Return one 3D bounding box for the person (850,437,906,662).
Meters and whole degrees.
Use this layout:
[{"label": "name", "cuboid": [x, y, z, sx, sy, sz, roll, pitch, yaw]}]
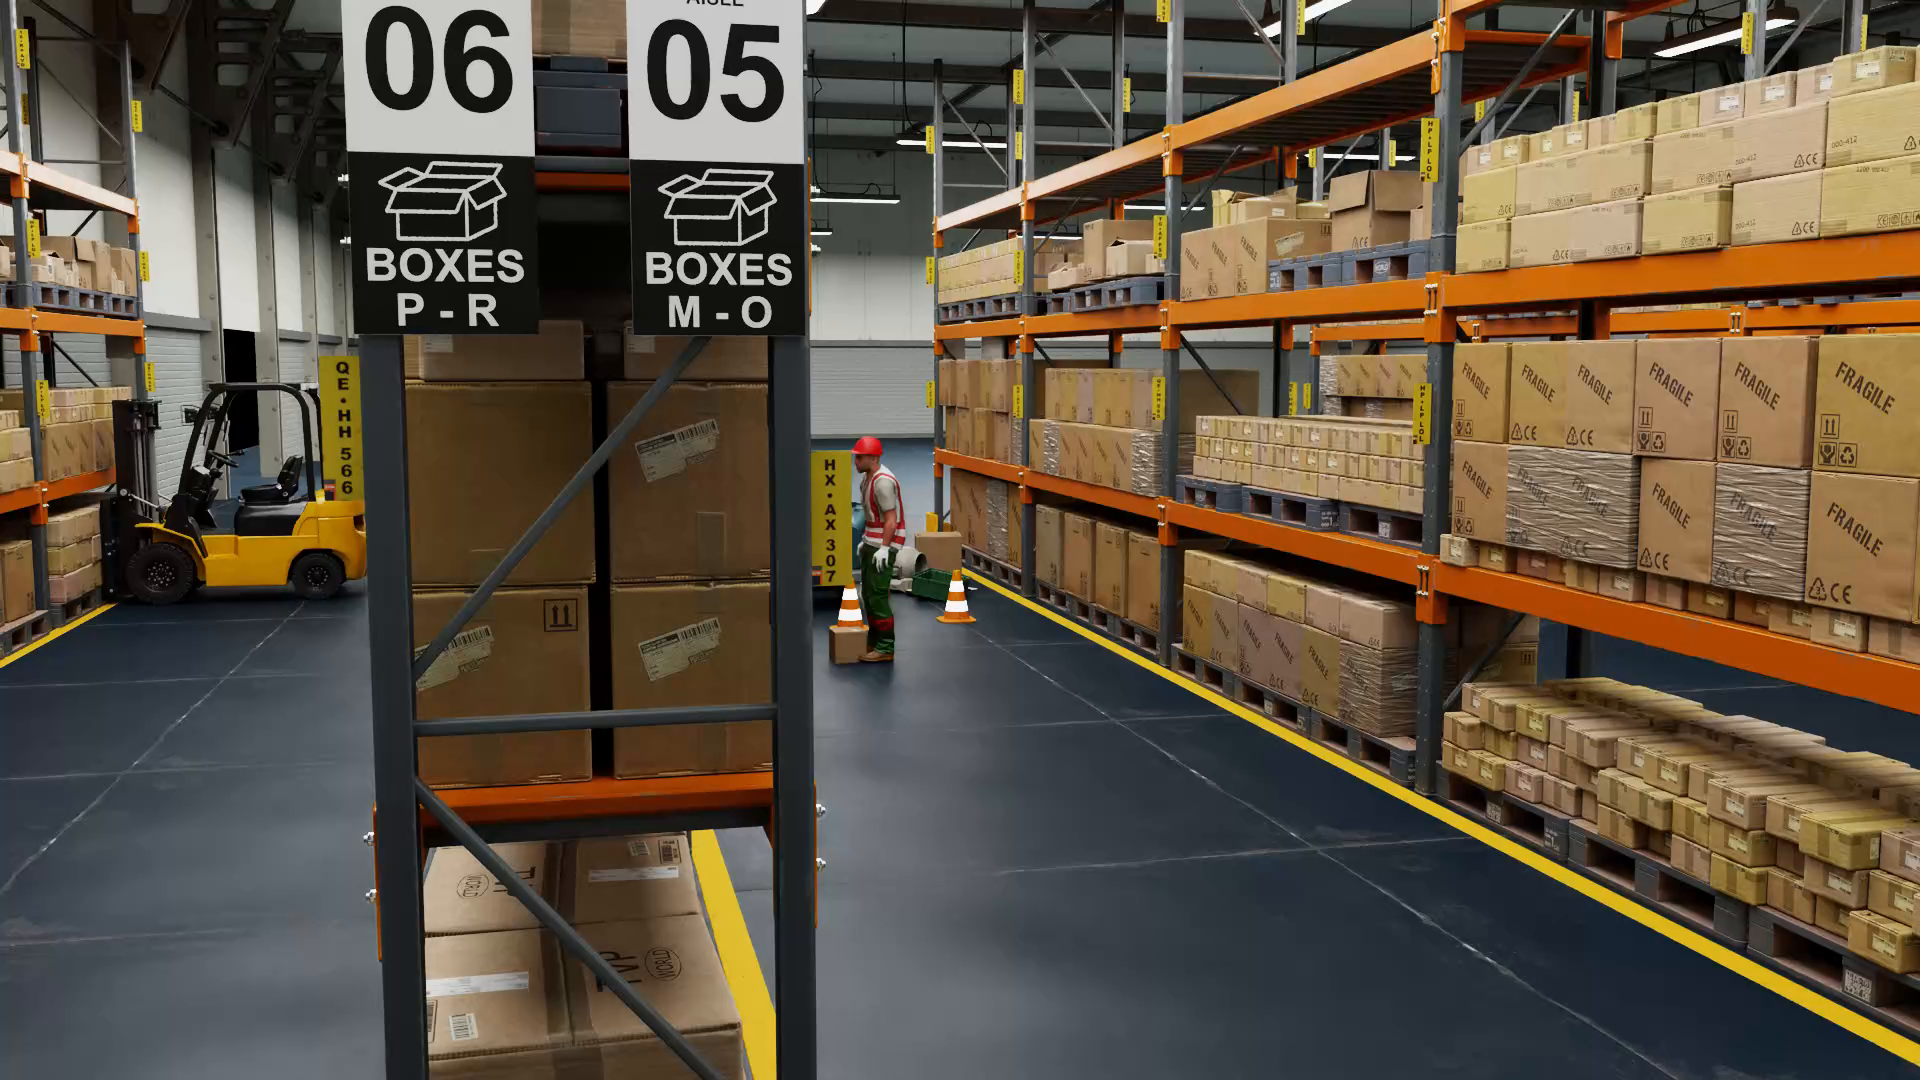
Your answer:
[{"label": "person", "cuboid": [-0.672, 0.069, 13.169, 0.452, 1.778, 0.618, -2, 6, -17]}]
